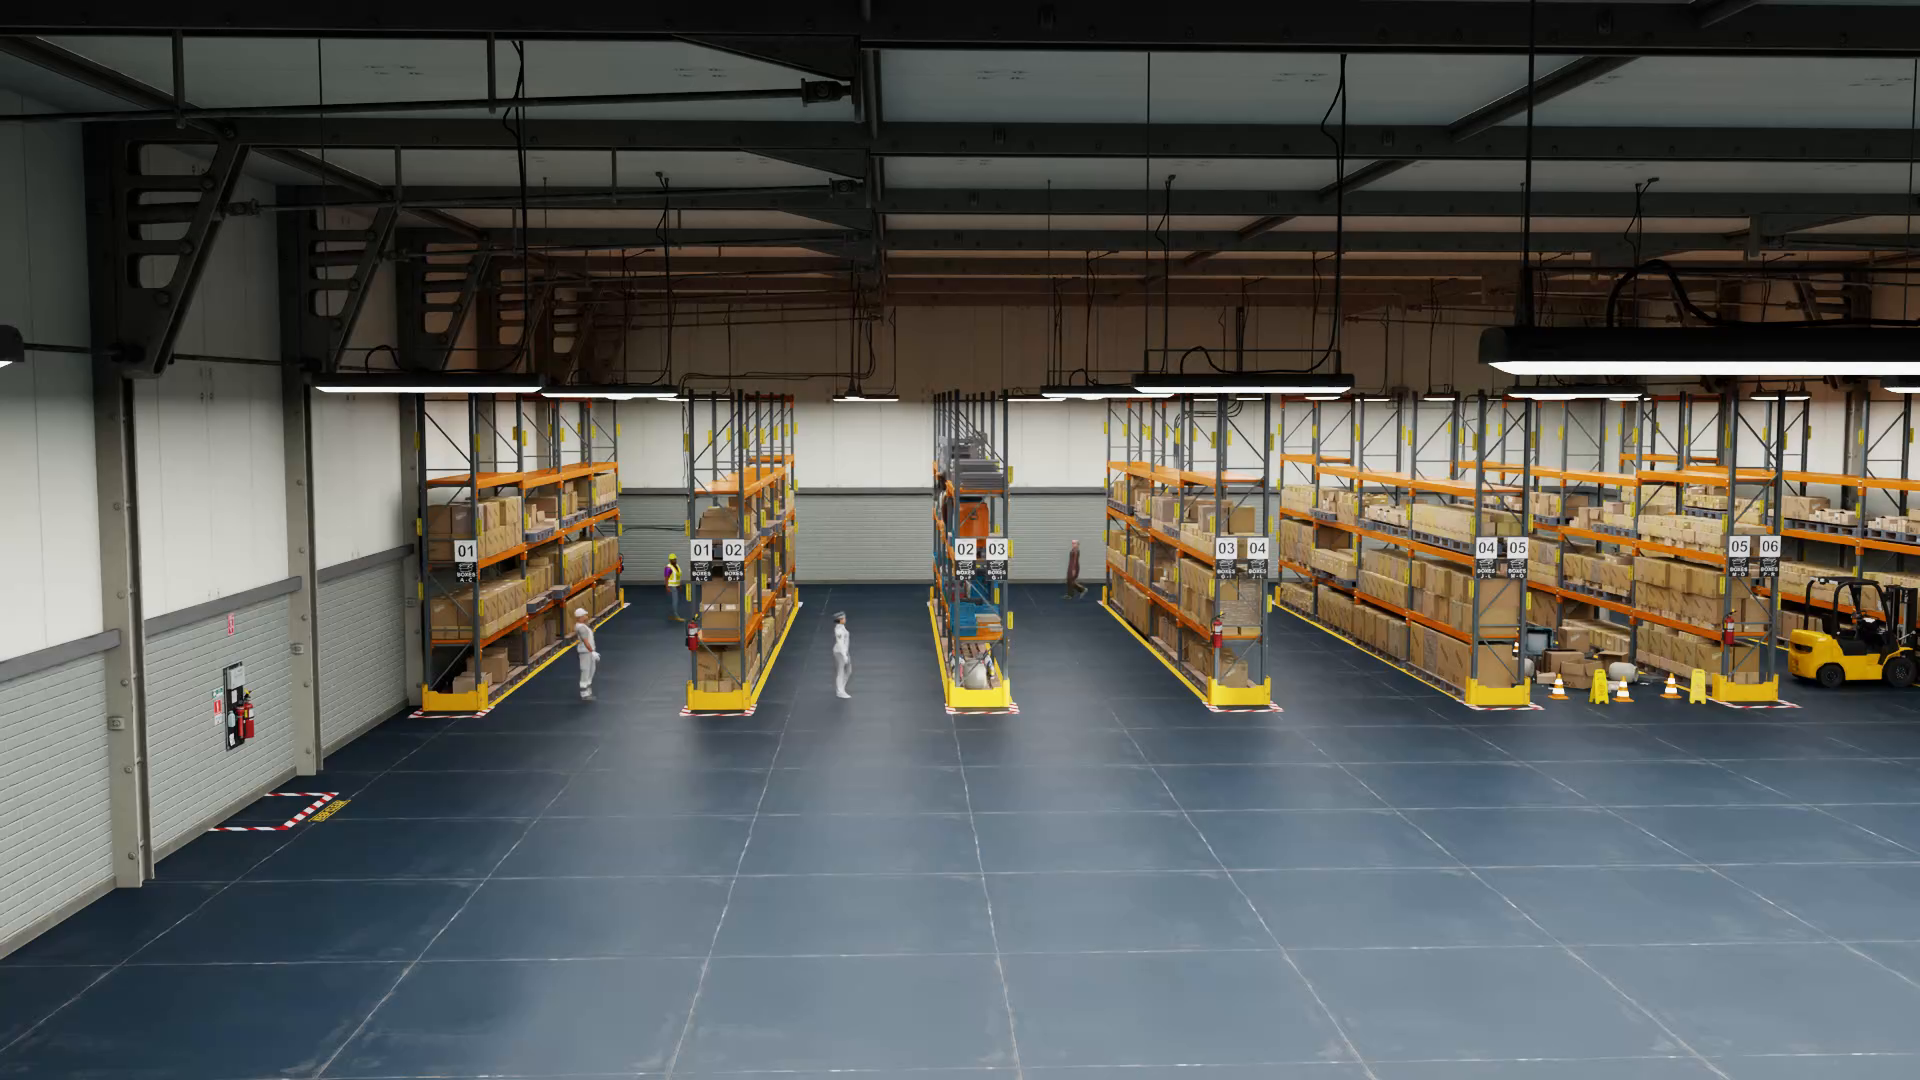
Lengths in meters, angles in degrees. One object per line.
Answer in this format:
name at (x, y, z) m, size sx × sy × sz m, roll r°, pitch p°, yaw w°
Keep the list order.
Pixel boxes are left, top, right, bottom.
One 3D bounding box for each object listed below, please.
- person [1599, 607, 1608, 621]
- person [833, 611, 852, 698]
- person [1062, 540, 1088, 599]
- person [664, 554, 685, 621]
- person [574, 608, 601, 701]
person at (16.685, 1.316, 43.228) m, size 0.474 × 1.785 × 0.634 m, roll 2°, pitch 5°, yaw 18°
person at (-2.311, 2.253, 32.560) m, size 0.369 × 1.741 × 0.545 m, roll 1°, pitch 5°, yaw 9°
person at (3.385, 0.870, 48.721) m, size 0.883 × 1.757 × 0.599 m, roll 3°, pitch 5°, yaw 30°
person at (-7.506, 1.245, 44.122) m, size 0.571 × 1.763 × 0.601 m, roll 1°, pitch 5°, yaw 12°
person at (-7.188, 2.223, 32.200) m, size 0.597 × 1.832 × 0.633 m, roll 1°, pitch 5°, yaw 7°
